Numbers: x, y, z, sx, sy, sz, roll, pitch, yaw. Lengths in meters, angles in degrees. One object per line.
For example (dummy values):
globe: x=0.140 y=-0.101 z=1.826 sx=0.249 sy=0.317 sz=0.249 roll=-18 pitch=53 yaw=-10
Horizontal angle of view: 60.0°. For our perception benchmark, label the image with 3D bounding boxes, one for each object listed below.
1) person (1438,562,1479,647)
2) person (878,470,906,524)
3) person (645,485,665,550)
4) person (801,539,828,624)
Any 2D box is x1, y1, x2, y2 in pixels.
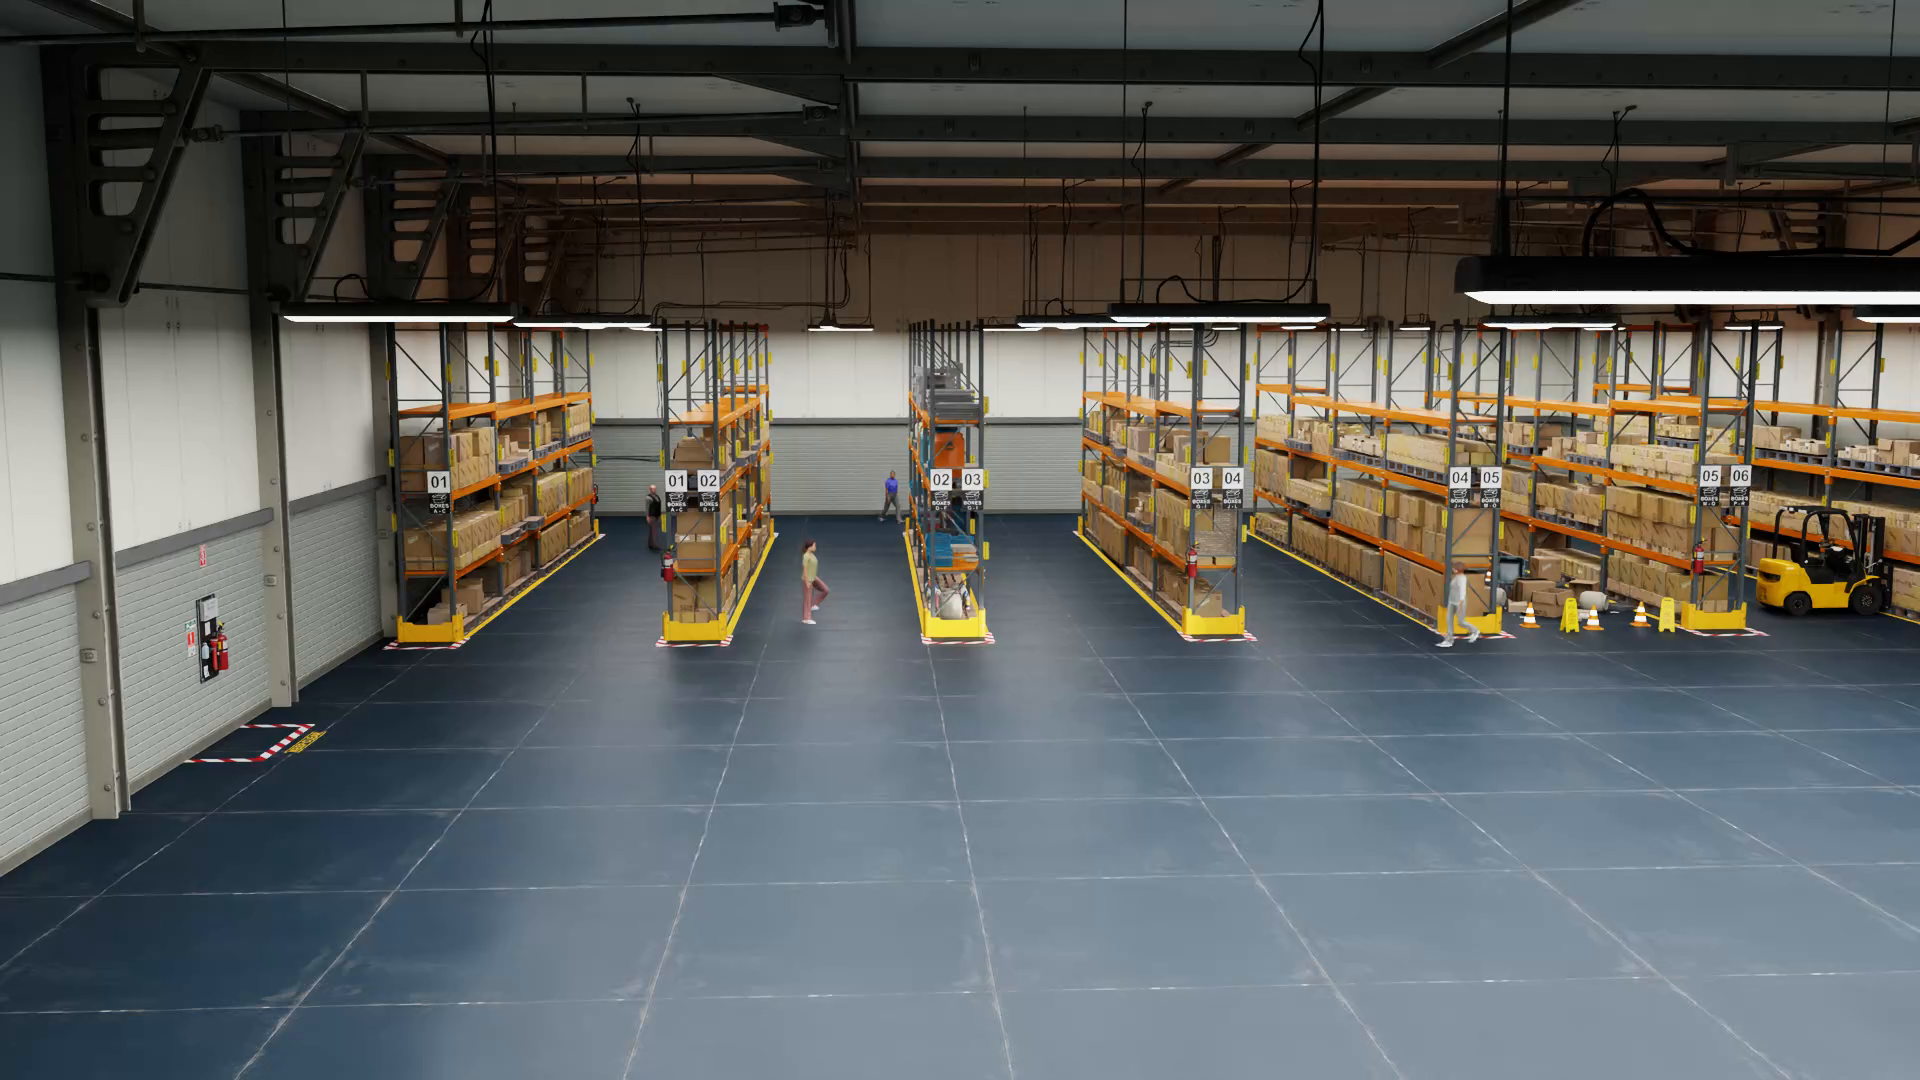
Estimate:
person: x=9.179 y=1.228 z=30.509 sx=0.760 sy=1.471 sz=0.407 roll=-4 pitch=8 yaw=-27
person: x=-2.050 y=-1.309 z=50.524 sx=0.592 sy=1.613 sz=1.017 roll=-7 pitch=10 yaw=-43
person: x=-8.102 y=-0.612 z=44.428 sx=0.568 sy=1.721 sz=0.572 roll=1 pitch=7 yaw=11
person: x=-2.893 y=0.821 z=32.861 sx=0.490 sy=1.686 sz=0.475 roll=2 pitch=7 yaw=14
